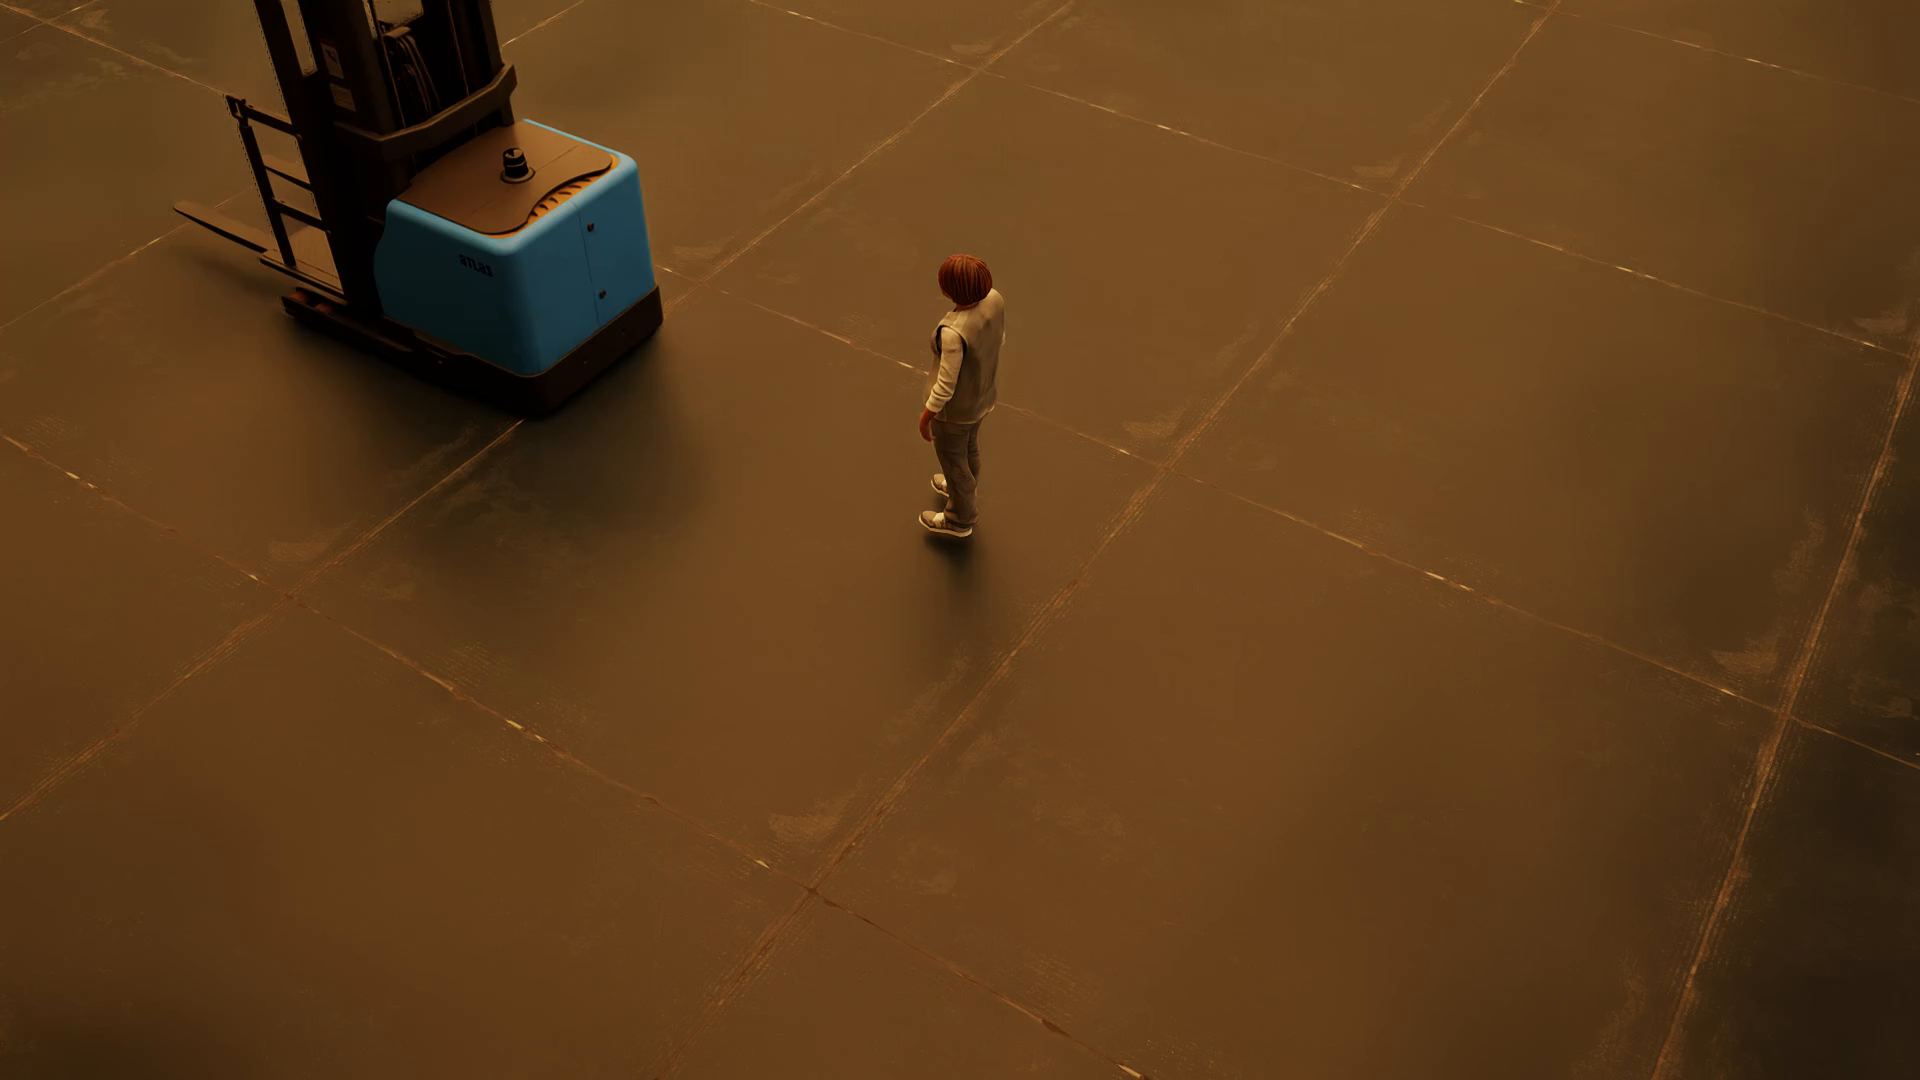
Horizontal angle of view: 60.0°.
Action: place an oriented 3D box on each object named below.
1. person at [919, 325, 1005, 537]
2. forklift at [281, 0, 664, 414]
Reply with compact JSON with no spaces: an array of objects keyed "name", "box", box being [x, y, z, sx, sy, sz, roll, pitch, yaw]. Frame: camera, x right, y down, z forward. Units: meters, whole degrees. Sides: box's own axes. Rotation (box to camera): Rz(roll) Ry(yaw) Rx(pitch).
[{"name":"person","box":[-0.060,-0.567,7.518,0.459,1.362,0.520,24,48,23]},{"name":"forklift","box":[-3.151,-2.494,8.479,3.031,2.935,1.130,24,48,23]}]
